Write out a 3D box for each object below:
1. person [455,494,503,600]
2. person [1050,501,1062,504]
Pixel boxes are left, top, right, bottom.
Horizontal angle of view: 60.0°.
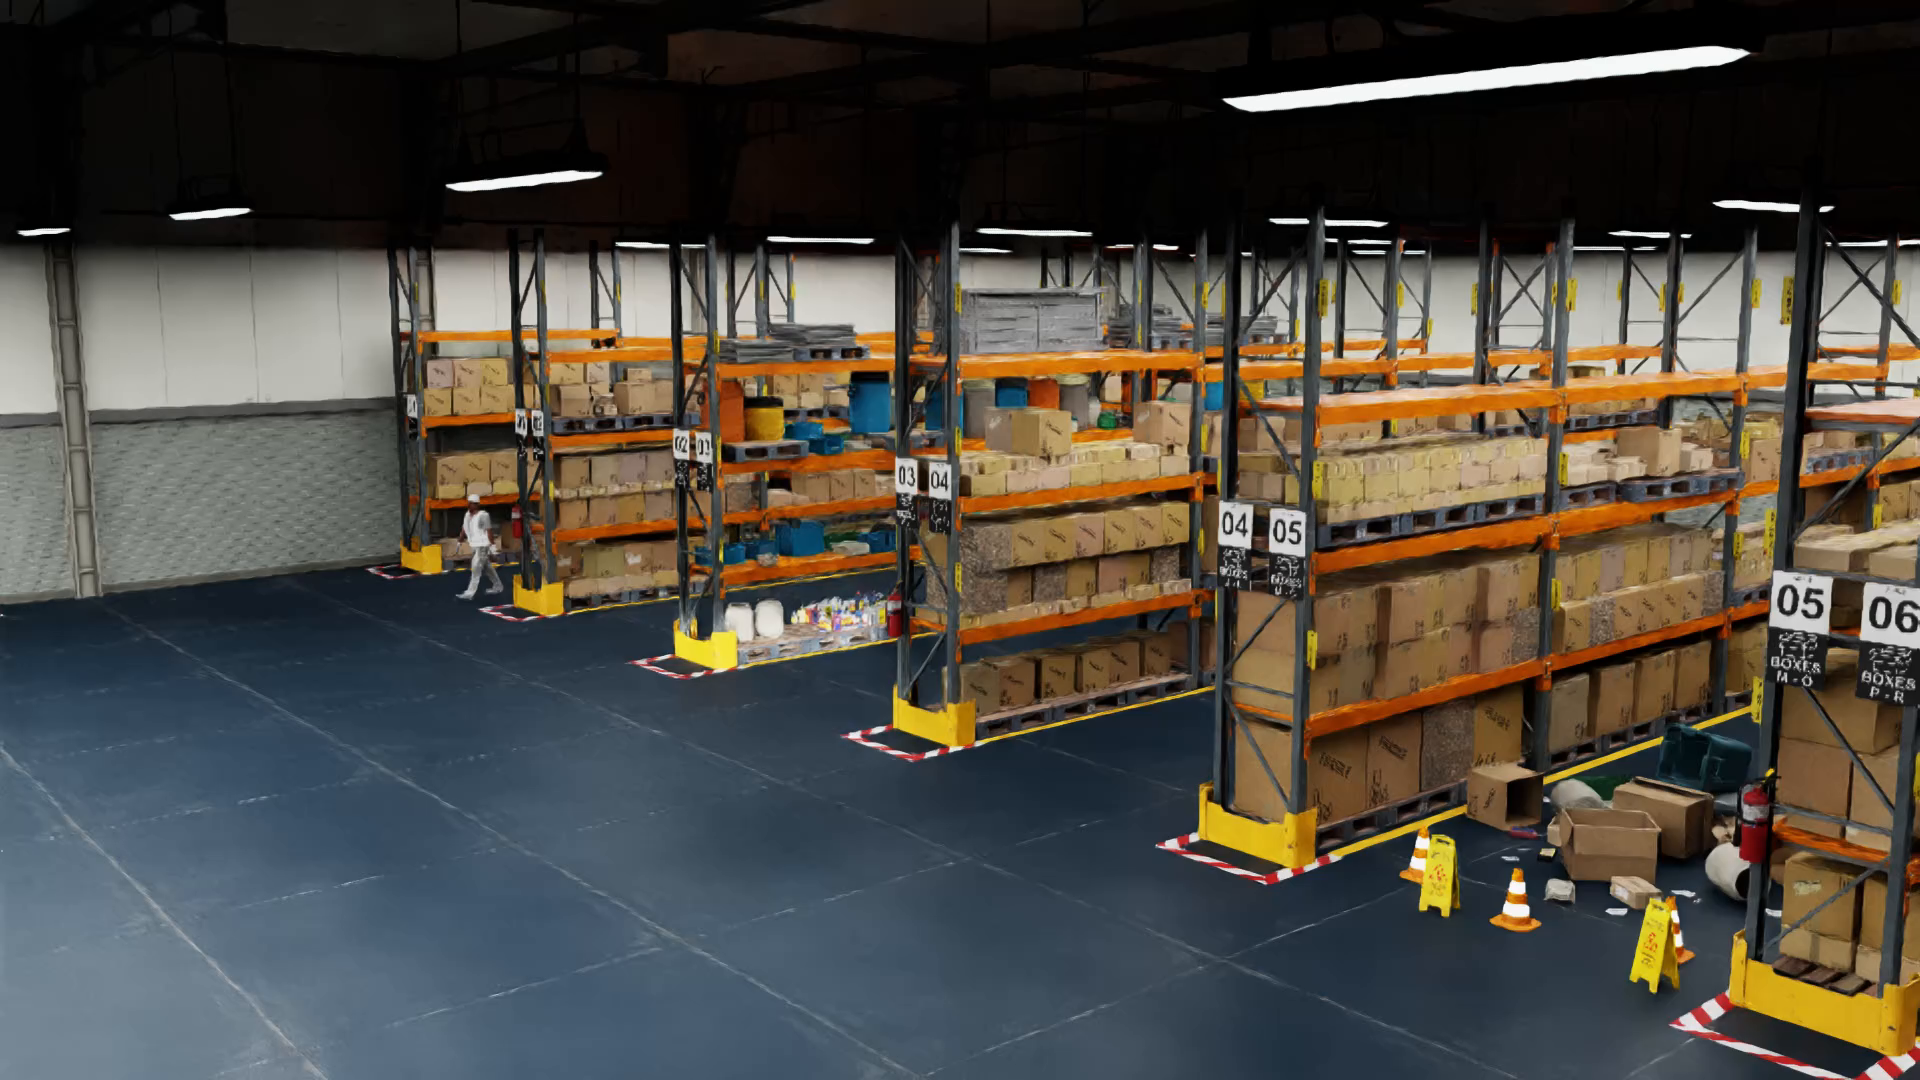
[{"bbox_3d":[-8.004,0.088,27.483,0.554,1.724,1.029,8,12,41],"label":"person"},{"bbox_3d":[1.568,0.068,25.903,0.685,1.706,0.852,6,10,33],"label":"person"}]
